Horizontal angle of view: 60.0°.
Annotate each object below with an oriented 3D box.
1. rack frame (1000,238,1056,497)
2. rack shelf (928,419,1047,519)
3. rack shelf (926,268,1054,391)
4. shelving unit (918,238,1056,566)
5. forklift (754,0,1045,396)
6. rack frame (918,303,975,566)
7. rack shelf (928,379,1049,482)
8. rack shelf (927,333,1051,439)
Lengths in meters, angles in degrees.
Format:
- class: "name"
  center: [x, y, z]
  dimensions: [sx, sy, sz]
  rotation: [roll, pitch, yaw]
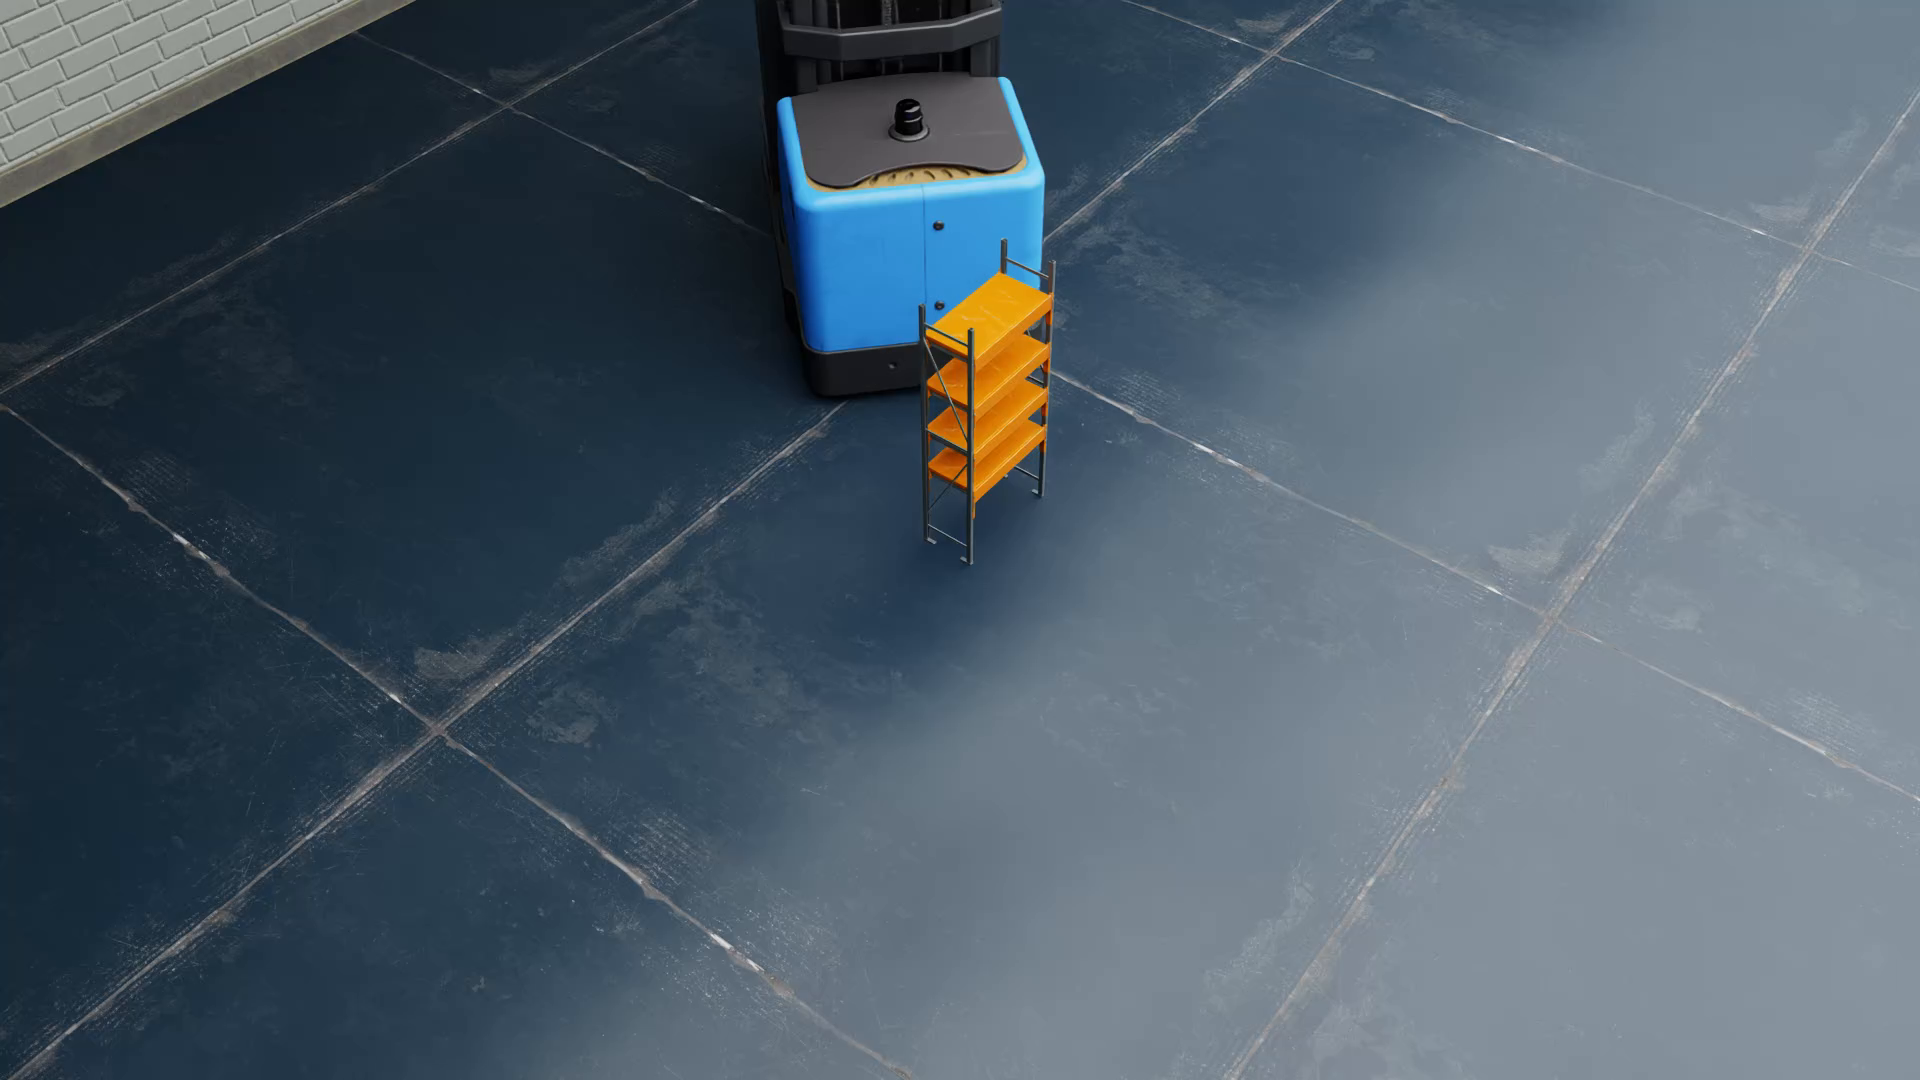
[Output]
- class: "rack frame"
  center: [0.250, -0.649, 6.540]
  dimensions: [0.240, 1.200, 0.015]
  rotation: [29, 53, 25]
- class: "rack shelf"
  center: [0.101, -0.326, 6.599]
  dimensions: [0.258, 0.148, 0.480]
  rotation: [29, 53, 25]
- class: "rack shelf"
  center: [0.101, -0.781, 6.122]
  dimensions: [0.258, 0.148, 0.480]
  rotation: [29, 53, 25]
- class: "shelving unit"
  center: [0.101, -0.509, 6.407]
  dimensions: [0.258, 1.200, 0.503]
  rotation: [29, 53, 25]
- class: "forklift"
  center: [-0.403, -2.721, 7.322]
  dimensions: [1.130, 2.935, 3.031]
  rotation: [-7, 47, -7]
- class: "rack frame"
  center: [-0.048, -0.370, 6.273]
  dimensions: [0.240, 1.200, 0.015]
  rotation: [29, 53, 25]
- class: "rack shelf"
  center: [0.101, -0.463, 6.455]
  dimensions: [0.258, 0.148, 0.480]
  rotation: [29, 53, 25]
- class: "rack shelf"
  center: [0.101, -0.617, 6.294]
  dimensions: [0.258, 0.148, 0.480]
  rotation: [29, 53, 25]
